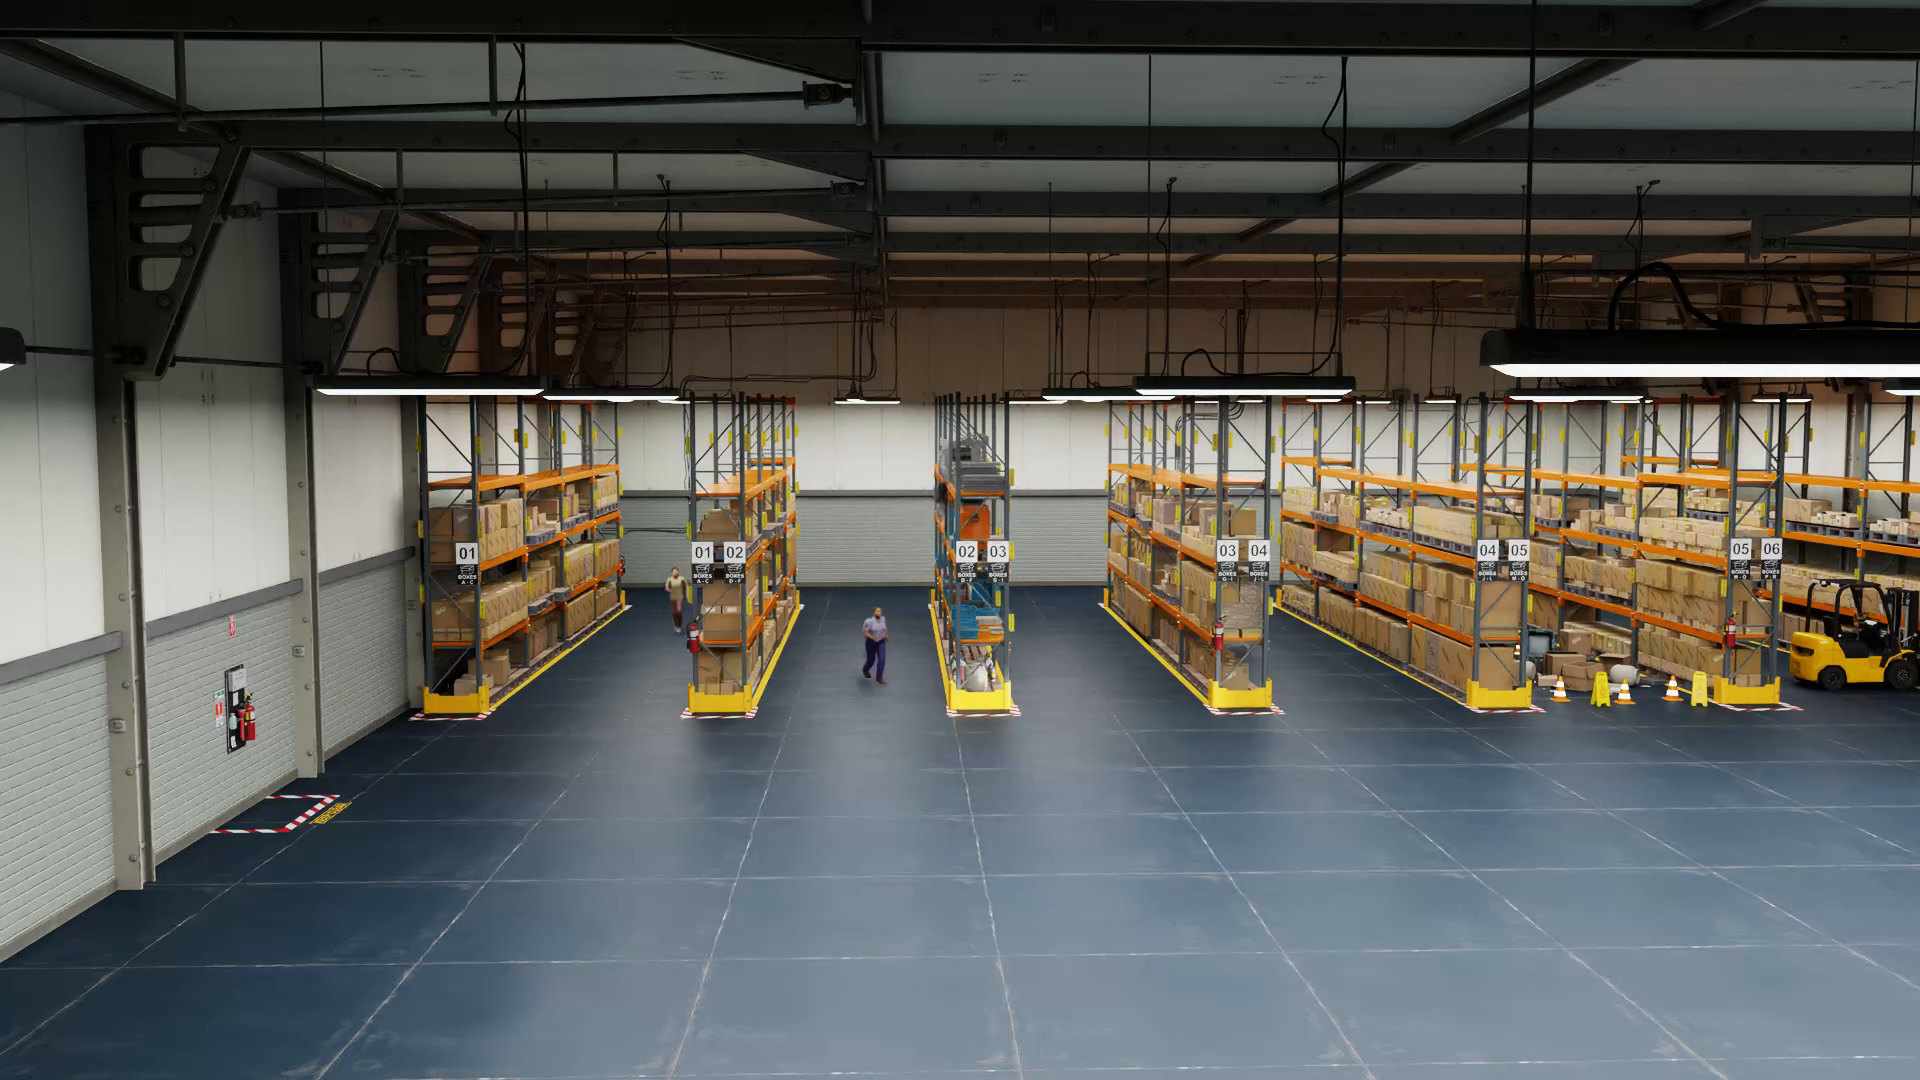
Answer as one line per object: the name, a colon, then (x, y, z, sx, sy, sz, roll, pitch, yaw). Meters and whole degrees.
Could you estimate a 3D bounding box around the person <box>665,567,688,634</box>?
person: (-7.176, 1.523, 42.076, 0.528, 1.691, 0.781, 0, 5, 0)

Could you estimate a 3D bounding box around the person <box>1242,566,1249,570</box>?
person: (7.921, 1.137, 47.132, 0.588, 1.707, 0.710, 1, 5, 16)

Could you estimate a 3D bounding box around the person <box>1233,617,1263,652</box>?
person: (6.710, 1.769, 38.779, 0.717, 1.695, 0.624, 0, 5, 6)

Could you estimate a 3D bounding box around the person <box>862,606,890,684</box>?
person: (-1.792, 2.159, 34.619, 0.598, 1.613, 0.823, -2, 5, -24)
